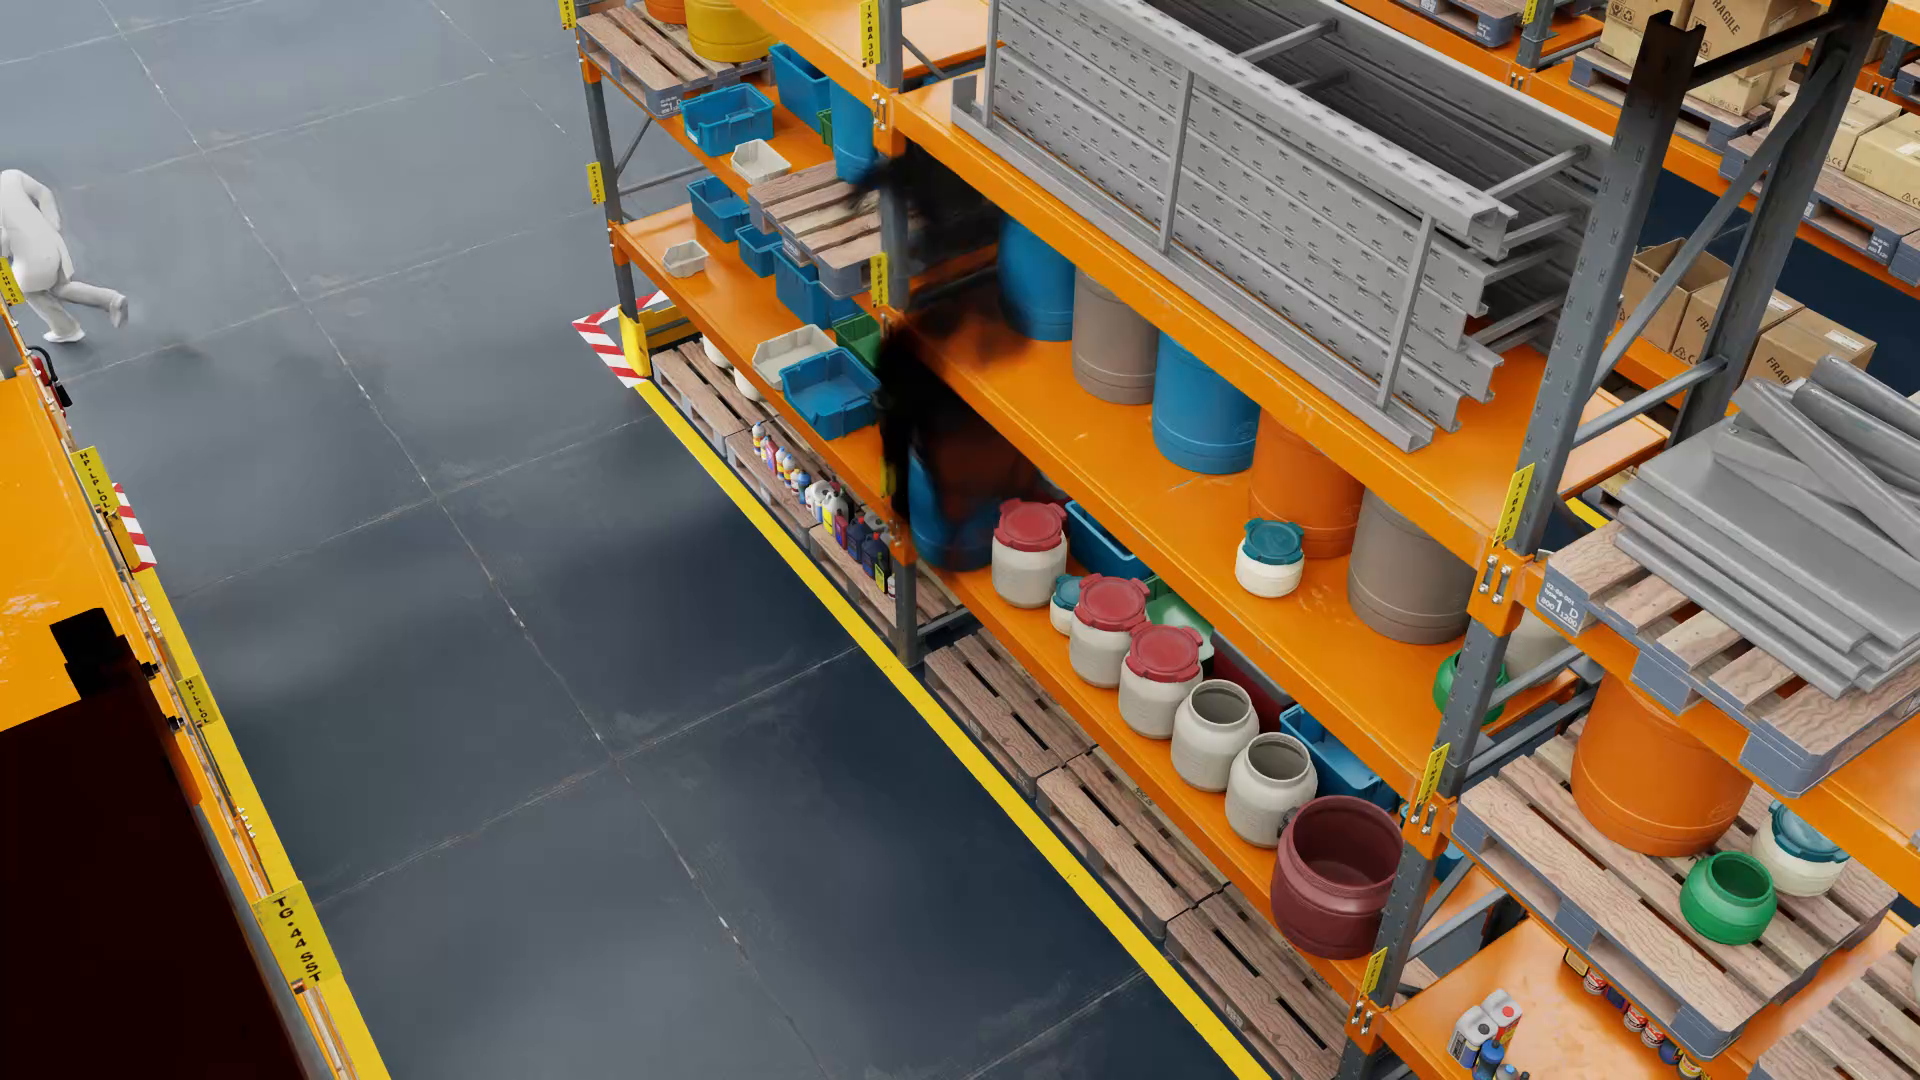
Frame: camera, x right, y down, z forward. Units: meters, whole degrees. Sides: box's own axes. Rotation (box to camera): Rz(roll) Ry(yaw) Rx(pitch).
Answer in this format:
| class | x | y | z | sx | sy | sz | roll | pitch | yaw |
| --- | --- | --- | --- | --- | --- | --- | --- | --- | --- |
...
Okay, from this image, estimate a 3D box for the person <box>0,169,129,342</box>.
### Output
| class | x | y | z | sx | sy | sz | roll | pitch | yaw |
| --- | --- | --- | --- | --- | --- | --- | --- | --- | --- |
| person | -7.059 | -2.195 | 12.929 | 0.909 | 1.718 | 0.714 | 1 | 43 | 2 |
